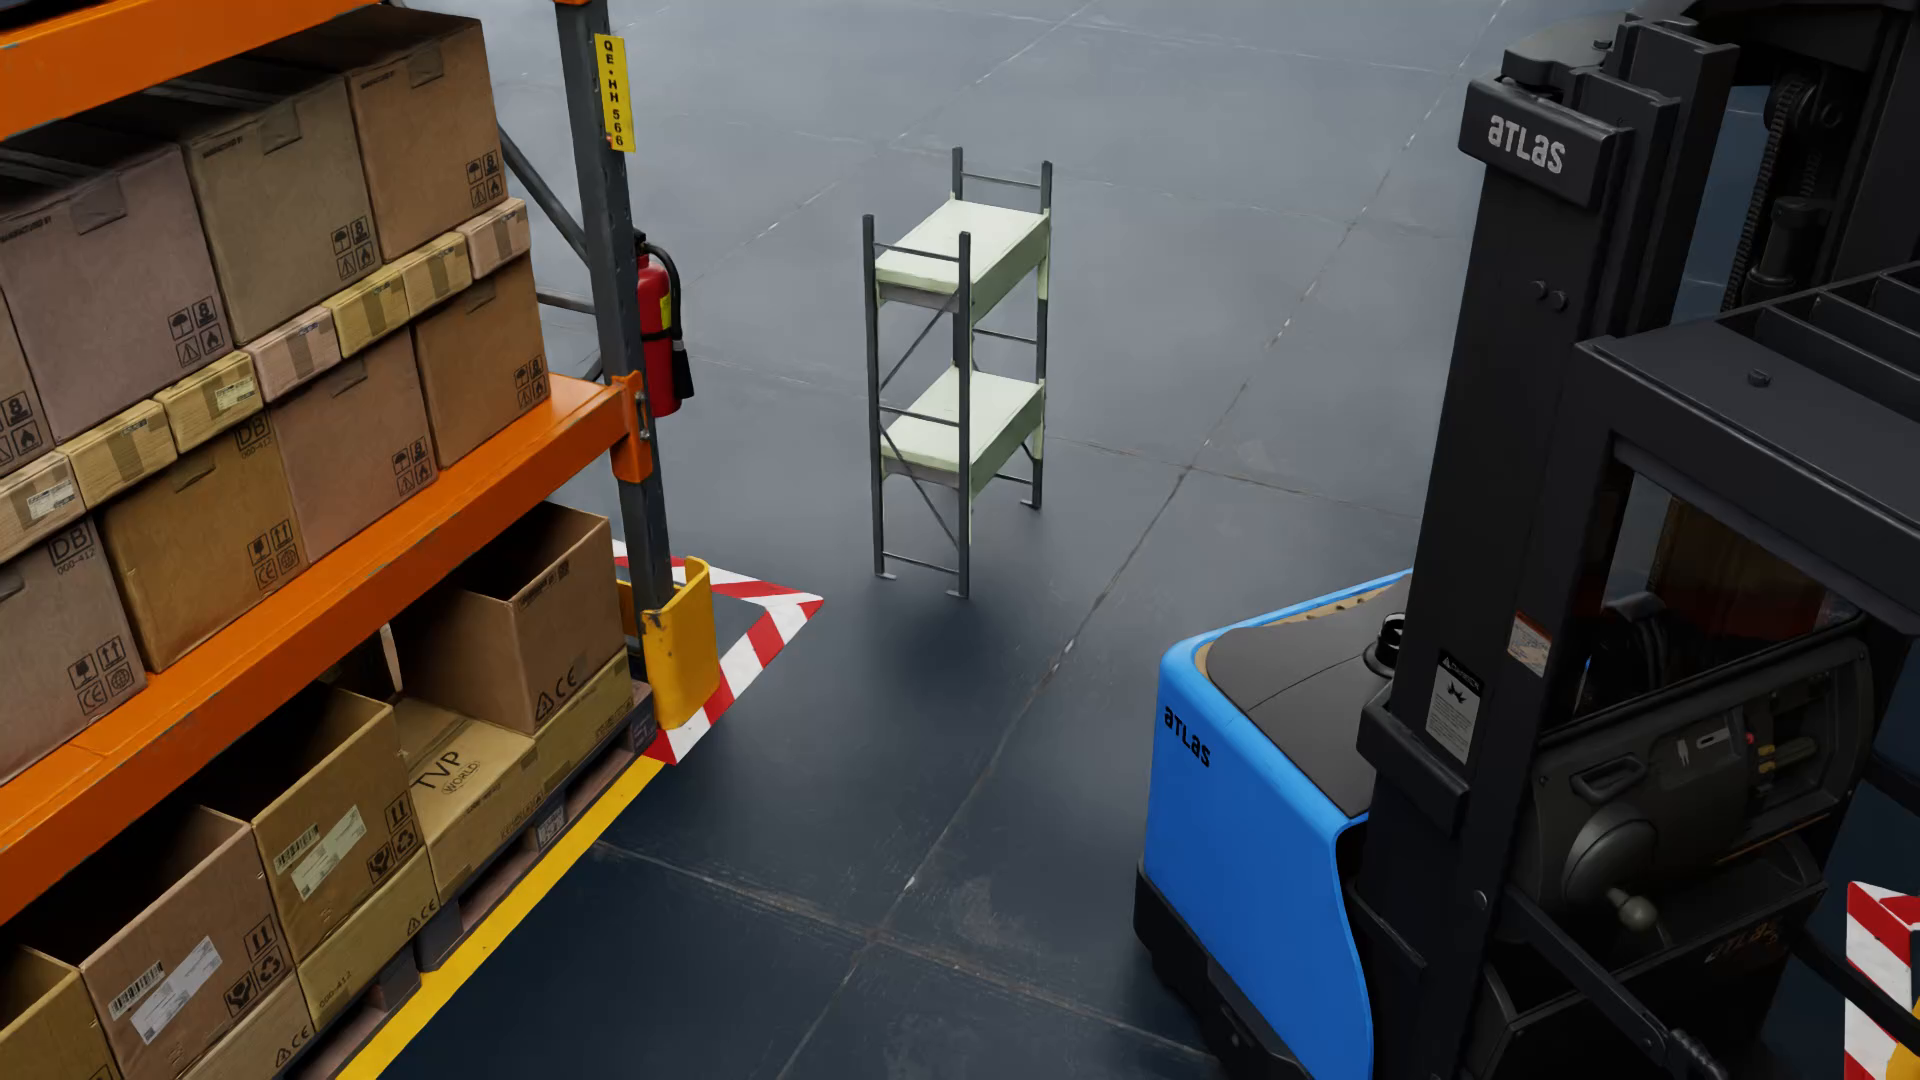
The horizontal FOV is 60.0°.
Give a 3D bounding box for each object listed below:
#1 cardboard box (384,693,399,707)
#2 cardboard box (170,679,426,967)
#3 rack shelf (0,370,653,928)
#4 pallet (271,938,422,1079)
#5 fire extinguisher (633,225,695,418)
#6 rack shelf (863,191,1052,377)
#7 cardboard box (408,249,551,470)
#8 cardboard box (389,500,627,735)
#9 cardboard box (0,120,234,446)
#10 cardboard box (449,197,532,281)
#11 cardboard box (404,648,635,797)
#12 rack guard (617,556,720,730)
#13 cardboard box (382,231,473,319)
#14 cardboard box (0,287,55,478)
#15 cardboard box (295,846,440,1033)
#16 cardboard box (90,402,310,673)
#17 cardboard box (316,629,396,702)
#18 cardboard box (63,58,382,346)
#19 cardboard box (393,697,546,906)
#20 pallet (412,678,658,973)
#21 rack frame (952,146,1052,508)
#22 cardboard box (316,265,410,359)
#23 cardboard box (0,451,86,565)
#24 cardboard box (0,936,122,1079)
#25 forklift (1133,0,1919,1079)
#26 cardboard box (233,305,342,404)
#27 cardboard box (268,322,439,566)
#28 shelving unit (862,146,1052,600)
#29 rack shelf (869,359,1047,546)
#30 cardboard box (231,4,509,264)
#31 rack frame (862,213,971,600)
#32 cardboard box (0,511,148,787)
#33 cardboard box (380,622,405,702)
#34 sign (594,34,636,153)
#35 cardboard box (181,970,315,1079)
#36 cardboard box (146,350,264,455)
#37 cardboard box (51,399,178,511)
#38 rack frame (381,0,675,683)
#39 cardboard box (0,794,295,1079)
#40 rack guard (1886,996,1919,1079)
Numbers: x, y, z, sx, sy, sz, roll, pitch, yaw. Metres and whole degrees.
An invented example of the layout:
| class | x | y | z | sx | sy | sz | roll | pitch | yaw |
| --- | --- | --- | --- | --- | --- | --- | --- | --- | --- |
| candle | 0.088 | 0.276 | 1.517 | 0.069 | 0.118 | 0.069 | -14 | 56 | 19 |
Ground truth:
| class | x | y | z | sx | sy | sz | roll | pitch | yaw |
| --- | --- | --- | --- | --- | --- | --- | --- | --- | --- |
| cardboard box | -2.083 | 0.648 | 5.151 | 0.500 | 0.250 | 0.500 | 14 | 36 | 20 |
| cardboard box | -1.810 | 0.705 | 4.380 | 0.500 | 0.500 | 0.500 | 14 | 36 | 20 |
| rack shelf | -2.288 | 0.504 | 3.901 | 1.077 | 0.370 | 4.000 | 14 | 36 | 20 |
| pallet | -2.245 | 1.369 | 4.469 | 1.003 | 0.211 | 1.213 | 14 | 36 | 20 |
| fire extinguisher | -0.980 | -0.712 | 5.172 | 0.296 | 0.674 | 0.183 | 14 | 36 | 20 |
| rack shelf | 0.003 | -0.957 | 6.130 | 0.431 | 0.370 | 0.720 | 14 | 36 | 20 |
| cardboard box | -1.658 | -0.605 | 4.846 | 0.700 | 0.500 | 0.500 | 14 | 36 | 20 |
| cardboard box | -1.405 | 0.203 | 5.145 | 0.500 | 0.500 | 0.500 | 14 | 36 | 20 |
| cardboard box | -2.105 | -0.607 | 3.665 | 0.700 | 0.500 | 0.500 | 14 | 36 | 21 |
| cardboard box | -1.438 | -0.872 | 4.661 | 0.380 | 0.149 | 0.250 | 14 | 36 | 20 |
| cardboard box | -1.407 | 0.517 | 5.351 | 0.500 | 0.250 | 0.500 | 14 | 36 | 20 |
| rack guard | -1.441 | 0.241 | 5.927 | 1.175 | 0.500 | 0.348 | 14 | 36 | 20 |
| cardboard box | -1.546 | -0.741 | 4.462 | 0.380 | 0.149 | 0.250 | 15 | 36 | 22 |
| cardboard box | -2.315 | -0.357 | 3.285 | 0.700 | 0.500 | 0.500 | 14 | 36 | 21 |
| cardboard box | -1.813 | 1.018 | 4.587 | 0.500 | 0.250 | 0.500 | 14 | 36 | 20 |
| cardboard box | -2.086 | -0.096 | 4.070 | 0.700 | 0.500 | 0.500 | 14 | 36 | 21 |
| cardboard box | -2.085 | 0.334 | 4.946 | 0.500 | 0.500 | 0.500 | 14 | 36 | 20 |
| cardboard box | -1.895 | -0.858 | 4.048 | 0.700 | 0.500 | 0.500 | 13 | 36 | 19 |
| cardboard box | -1.605 | 0.768 | 4.967 | 0.500 | 0.250 | 0.500 | 14 | 36 | 20 |
| pallet | -1.733 | 0.764 | 5.392 | 1.003 | 0.211 | 1.213 | 14 | 36 | 20 |
| rack frame | 0.156 | -0.813 | 6.622 | 0.400 | 1.500 | 0.023 | 14 | 36 | 20 |
| cardboard box | -1.653 | -0.614 | 4.267 | 0.380 | 0.149 | 0.250 | 14 | 36 | 20 |
| cardboard box | -2.085 | -0.099 | 3.482 | 0.380 | 0.149 | 0.250 | 14 | 36 | 20 |
| cardboard box | -2.228 | 1.203 | 3.620 | 0.500 | 0.500 | 0.500 | 14 | 36 | 20 |
| forklift | 1.617 | 0.557 | 3.228 | 1.130 | 2.935 | 3.031 | -15 | 36 | -22 |
| cardboard box | -1.760 | -0.489 | 4.077 | 0.380 | 0.149 | 0.250 | 15 | 36 | 21 |
| cardboard box | -1.873 | -0.342 | 4.445 | 0.700 | 0.500 | 0.500 | 15 | 36 | 22 |
| shelving unit | 0.003 | -0.631 | 6.344 | 0.431 | 1.500 | 0.755 | 14 | 36 | 20 |
| rack shelf | 0.003 | -0.358 | 6.523 | 0.431 | 0.370 | 0.720 | 14 | 36 | 20 |
| cardboard box | -1.680 | -1.121 | 4.450 | 0.700 | 0.500 | 0.500 | 14 | 36 | 21 |
| rack frame | -0.150 | -0.448 | 6.066 | 0.400 | 1.500 | 0.023 | 14 | 36 | 20 |
| cardboard box | -2.303 | 0.167 | 3.669 | 0.700 | 0.500 | 0.500 | 15 | 36 | 22 |
| cardboard box | -1.877 | 0.398 | 5.532 | 0.500 | 0.250 | 0.500 | 14 | 36 | 20 |
| sign | -0.964 | -1.244 | 4.640 | 0.100 | 0.325 | 0.005 | 14 | 36 | 20 |
| cardboard box | -2.024 | 1.266 | 4.208 | 0.500 | 0.250 | 0.500 | 14 | 36 | 20 |
| cardboard box | -1.870 | -0.358 | 3.878 | 0.380 | 0.149 | 0.250 | 15 | 36 | 22 |
| cardboard box | -1.978 | -0.226 | 3.677 | 0.380 | 0.149 | 0.250 | 15 | 36 | 22 |
| rack frame | -1.451 | -0.793 | 5.223 | 1.000 | 3.000 | 0.127 | 14 | 36 | 20 |
| cardboard box | -2.020 | 0.954 | 4.001 | 0.500 | 0.500 | 0.500 | 14 | 36 | 20 |
| rack guard | 3.018 | 1.425 | 4.121 | 1.175 | 0.500 | 0.348 | 14 | 36 | 20 |
